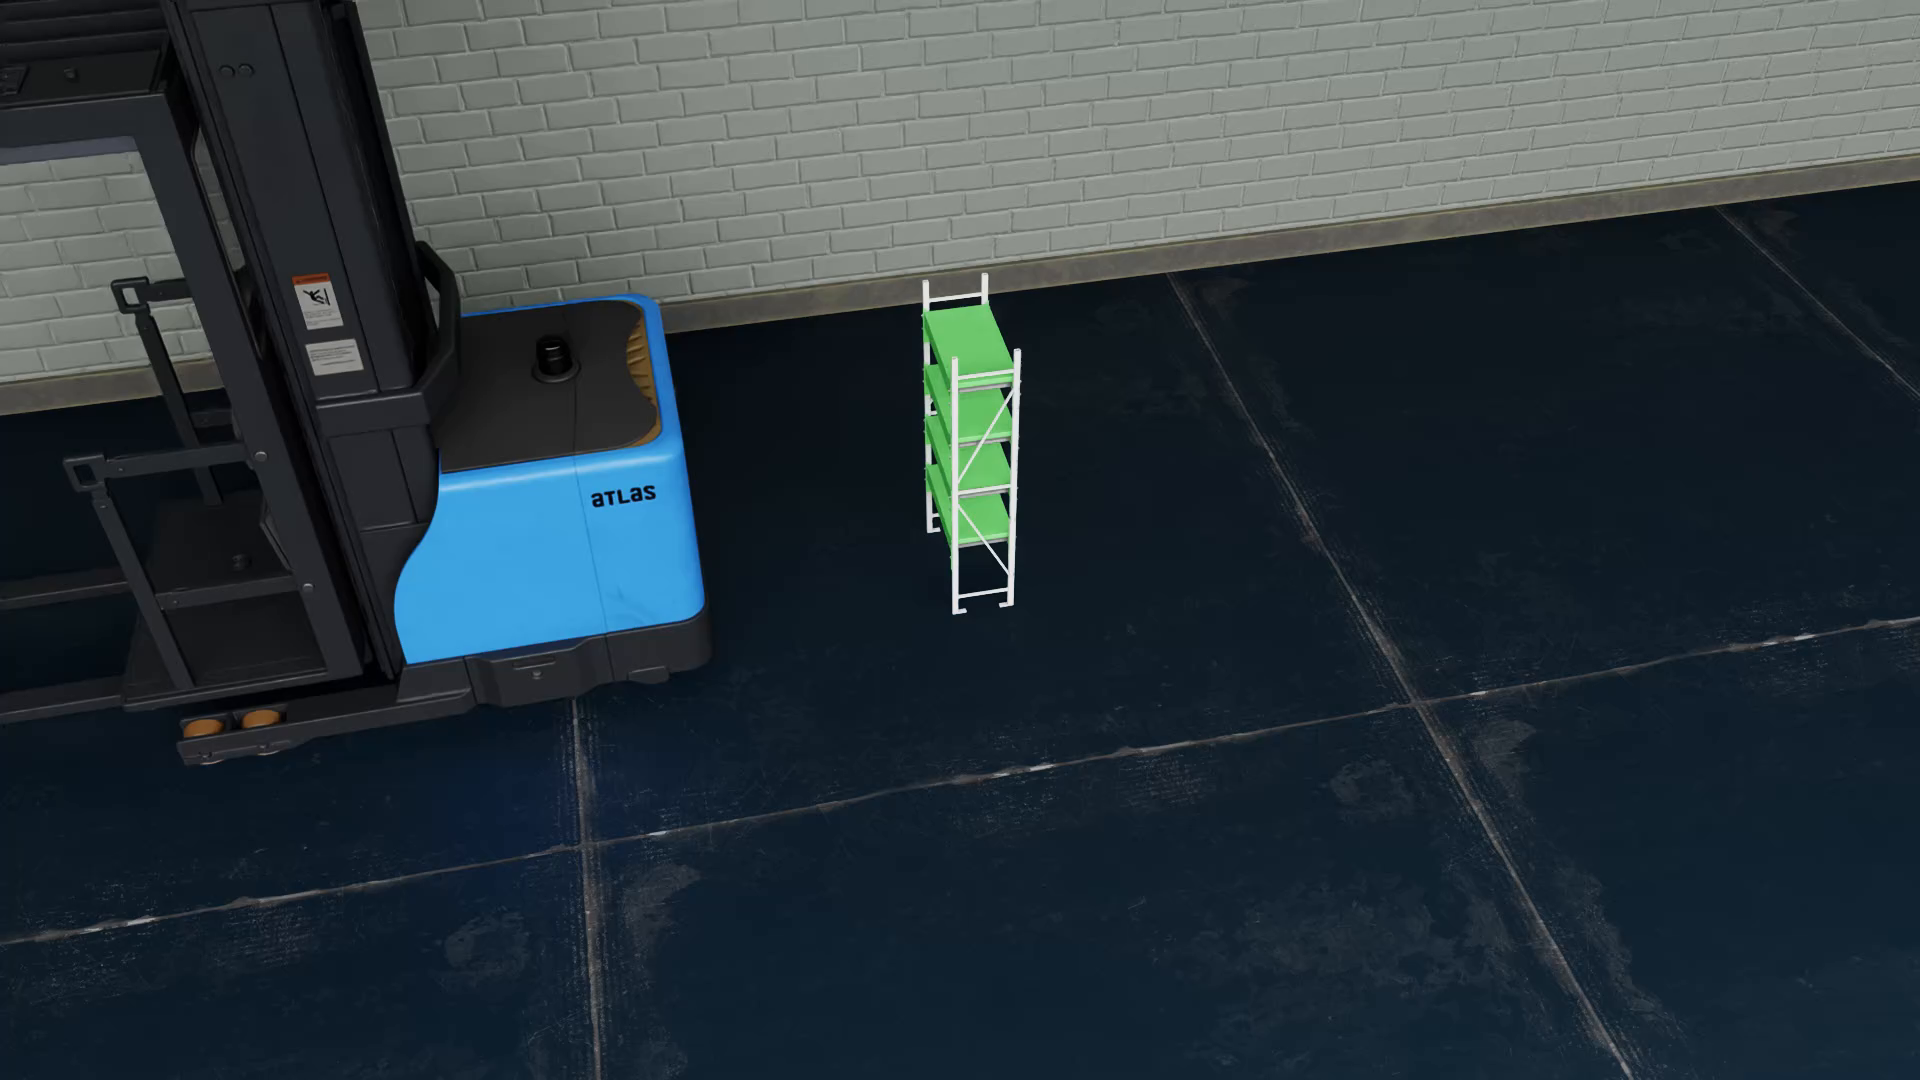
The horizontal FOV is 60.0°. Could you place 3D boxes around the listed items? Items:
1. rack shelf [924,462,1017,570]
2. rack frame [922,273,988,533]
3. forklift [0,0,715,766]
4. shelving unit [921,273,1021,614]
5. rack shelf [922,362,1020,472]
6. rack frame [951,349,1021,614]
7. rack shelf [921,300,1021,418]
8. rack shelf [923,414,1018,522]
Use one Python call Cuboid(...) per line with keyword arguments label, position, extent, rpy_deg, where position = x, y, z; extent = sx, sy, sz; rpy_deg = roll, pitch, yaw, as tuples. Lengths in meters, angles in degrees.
Cuboid(label="rack shelf", position=(0.036, -0.114, 6.433), extent=(0.258, 0.148, 0.480), rpy_deg=(-8, 42, -9))
Cuboid(label="rack frame", position=(-0.017, -0.500, 6.409), extent=(0.240, 1.200, 0.015), rpy_deg=(-8, 42, -9))
Cuboid(label="forklift", position=(-2.483, -0.692, 5.322), extent=(3.031, 2.935, 1.130), rpy_deg=(-9, 42, -10))
Cuboid(label="shelving unit", position=(0.036, -0.341, 6.231), extent=(0.258, 1.200, 0.503), rpy_deg=(-8, 42, -9))
Cuboid(label="rack shelf", position=(0.036, -0.473, 6.114), extent=(0.258, 0.148, 0.480), rpy_deg=(-8, 42, -9))
Cuboid(label="rack frame", position=(0.088, -0.183, 6.053), extent=(0.240, 1.200, 0.015), rpy_deg=(-8, 42, -9))
Cuboid(label="rack shelf", position=(0.036, -0.653, 5.955), extent=(0.258, 0.148, 0.480), rpy_deg=(-8, 42, -9))
Cuboid(label="rack shelf", position=(0.036, -0.294, 6.273), extent=(0.258, 0.148, 0.480), rpy_deg=(-8, 42, -9))
